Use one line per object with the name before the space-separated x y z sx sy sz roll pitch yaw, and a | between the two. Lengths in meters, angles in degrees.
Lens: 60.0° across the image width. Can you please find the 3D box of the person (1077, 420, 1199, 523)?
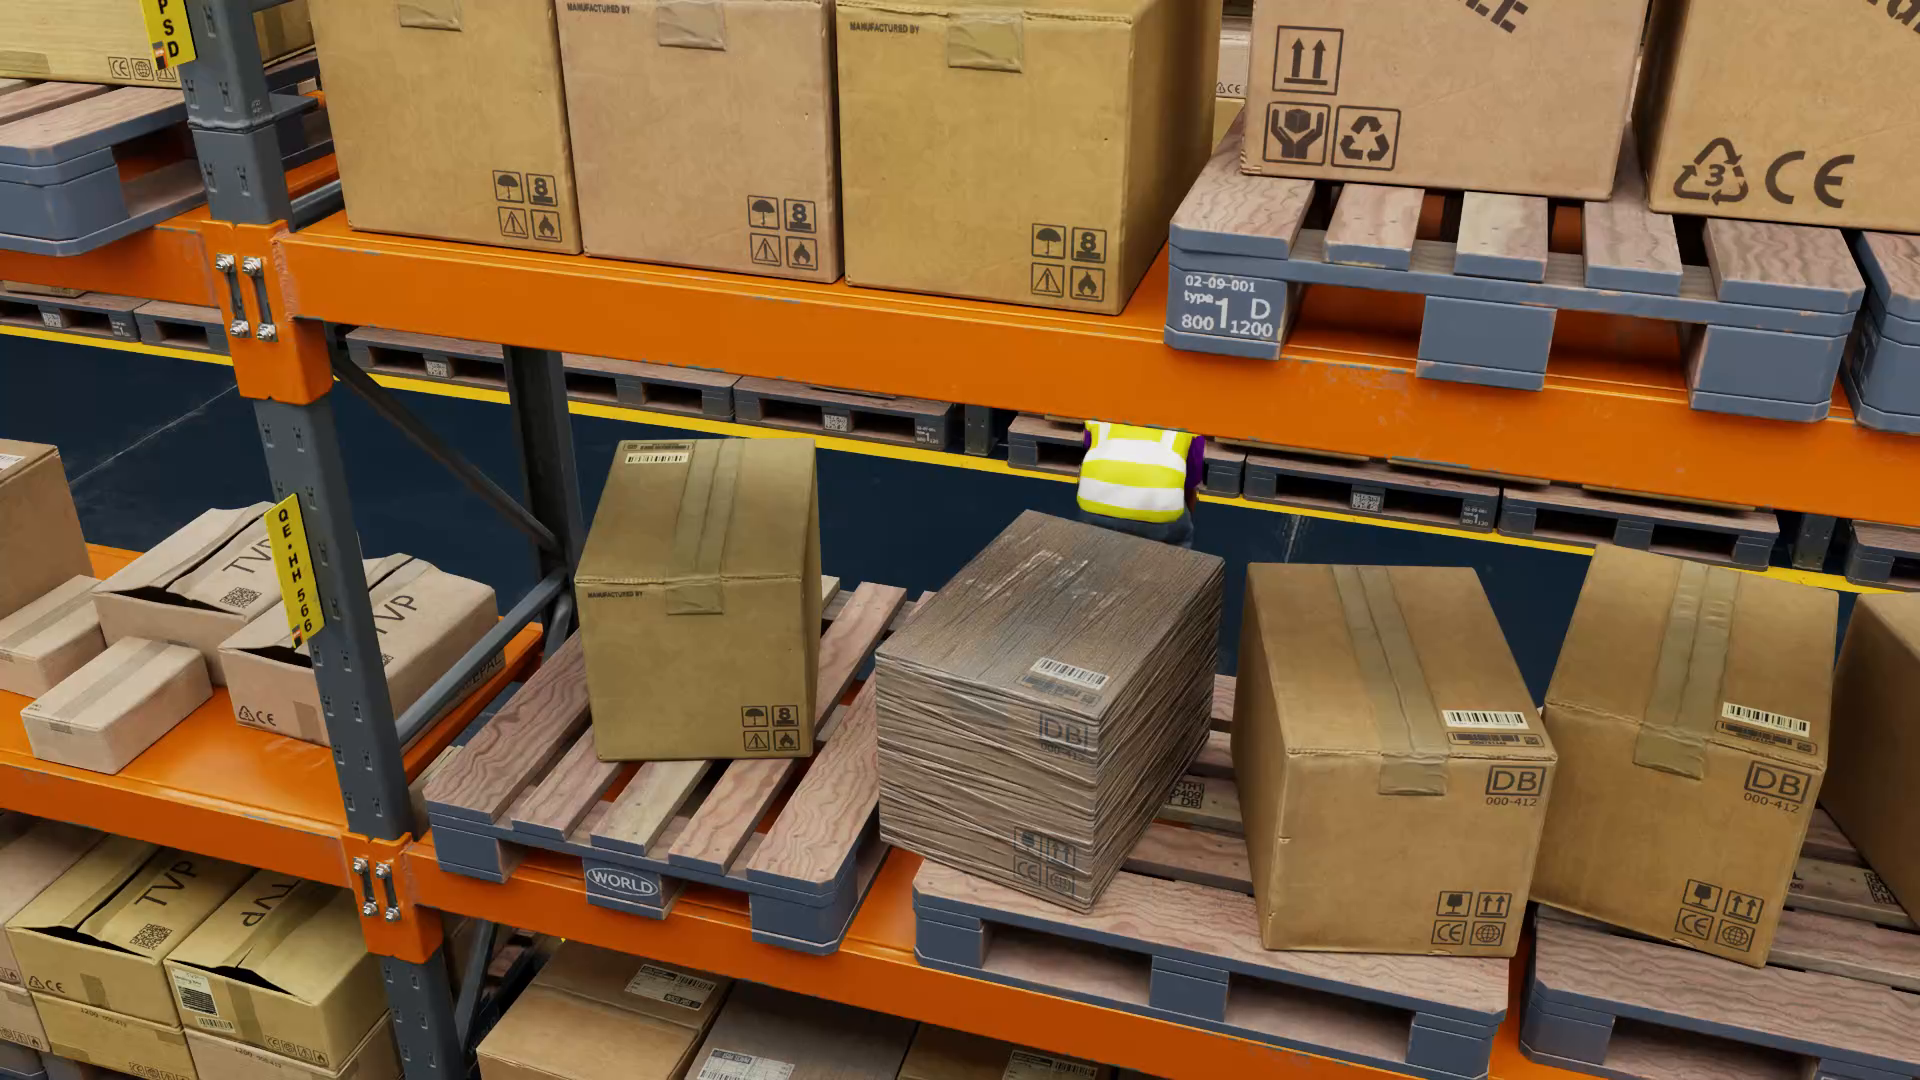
person | -6.202 2.373 0.355 10.447 3.195 17.629 7 30 13
